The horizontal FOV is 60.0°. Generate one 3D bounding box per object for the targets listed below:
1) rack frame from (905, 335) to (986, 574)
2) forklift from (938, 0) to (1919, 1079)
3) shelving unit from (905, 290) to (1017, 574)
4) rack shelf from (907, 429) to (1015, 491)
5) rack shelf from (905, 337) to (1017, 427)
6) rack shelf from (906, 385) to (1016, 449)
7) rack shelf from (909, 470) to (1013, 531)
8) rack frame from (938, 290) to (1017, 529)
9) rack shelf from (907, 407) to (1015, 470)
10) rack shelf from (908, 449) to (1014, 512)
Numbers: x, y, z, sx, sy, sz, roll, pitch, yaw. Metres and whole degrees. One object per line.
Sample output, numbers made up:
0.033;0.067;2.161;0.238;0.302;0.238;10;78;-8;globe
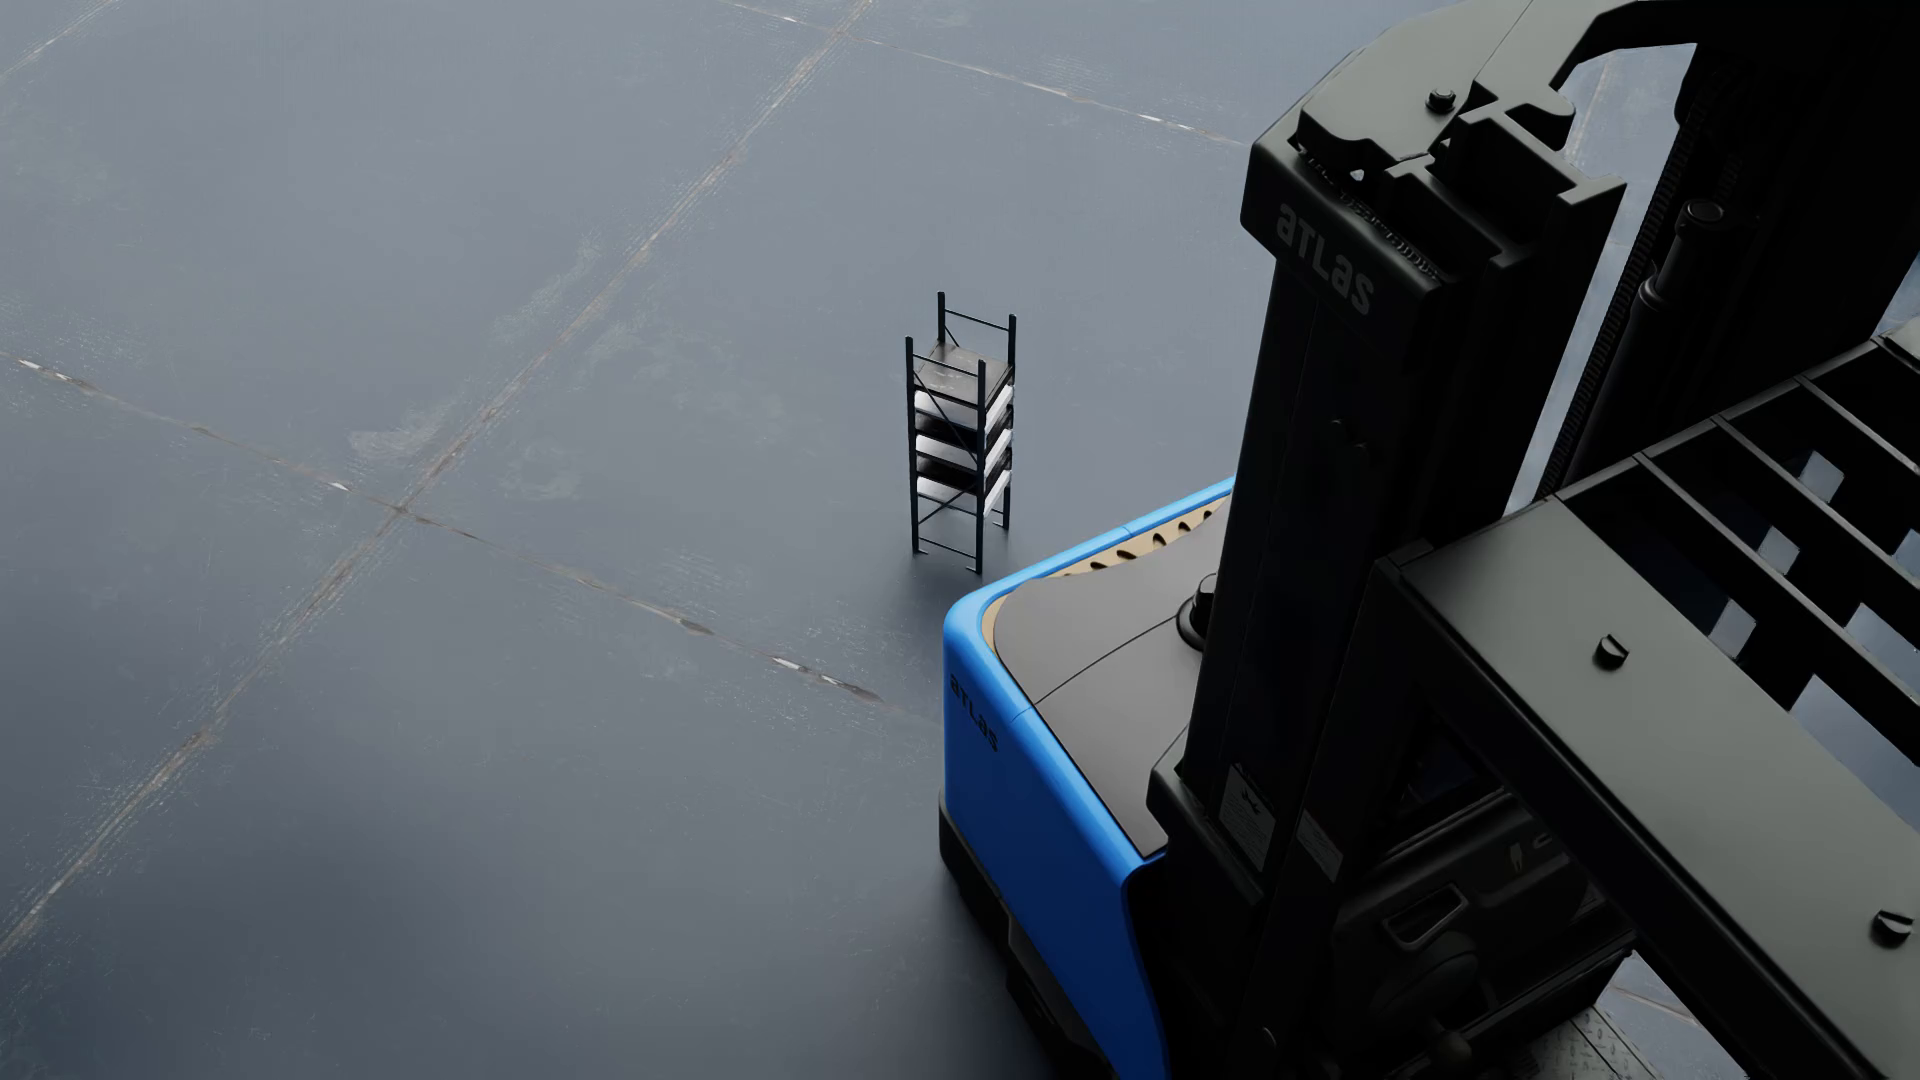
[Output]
-0.040;-0.227;4.852;0.240;0.900;0.006;20;52;16;rack frame
1.110;0.690;2.738;1.130;2.935;3.031;-23;53;-19;forklift
0.003;-0.297;4.912;0.258;0.900;0.210;20;52;16;shelving unit
0.003;-0.276;4.937;0.258;0.077;0.200;20;52;16;rack shelf
0.003;-0.451;4.732;0.258;0.077;0.200;20;52;16;rack shelf
0.003;-0.392;4.800;0.258;0.077;0.200;20;52;16;rack shelf
0.003;-0.159;5.075;0.258;0.077;0.200;20;52;16;rack shelf
0.047;-0.367;4.972;0.240;0.900;0.006;20;52;16;rack frame
0.003;-0.334;4.869;0.258;0.077;0.200;20;52;16;rack shelf
0.003;-0.217;5.006;0.258;0.077;0.200;20;52;16;rack shelf
